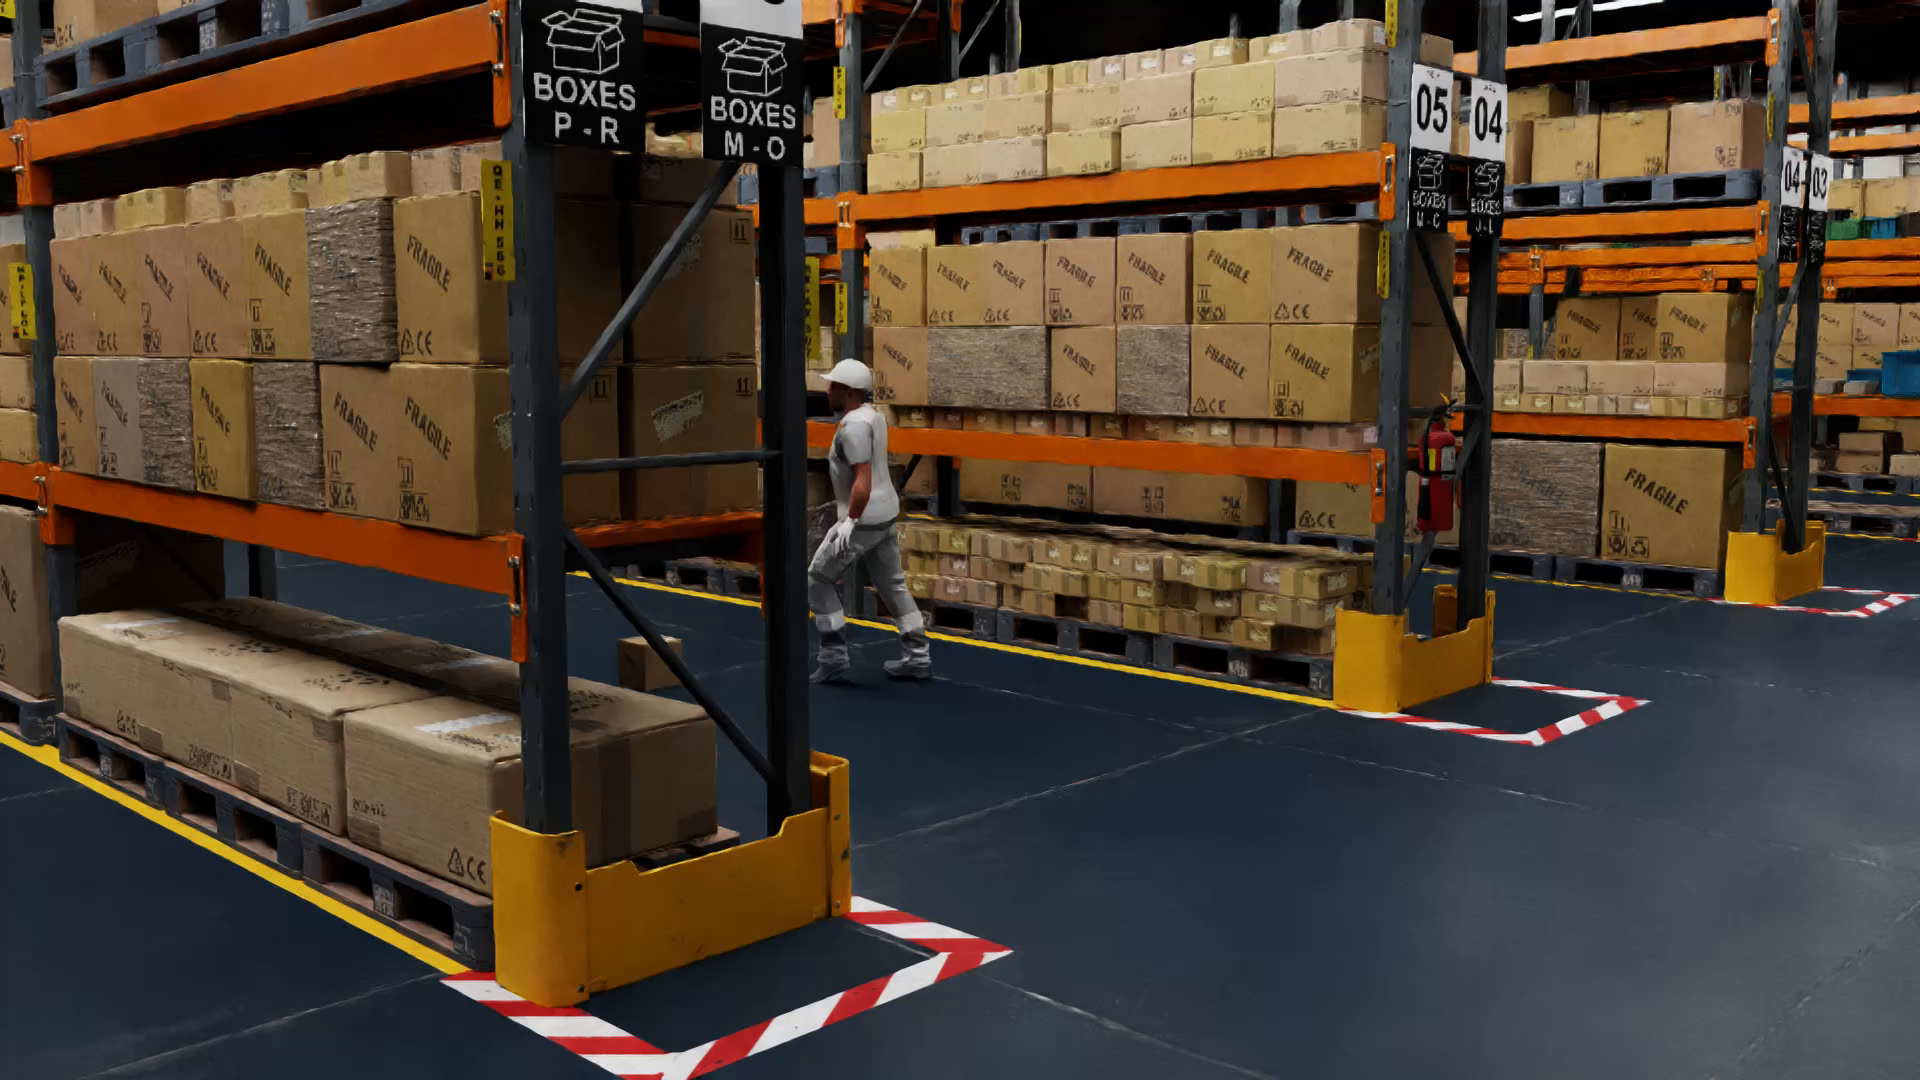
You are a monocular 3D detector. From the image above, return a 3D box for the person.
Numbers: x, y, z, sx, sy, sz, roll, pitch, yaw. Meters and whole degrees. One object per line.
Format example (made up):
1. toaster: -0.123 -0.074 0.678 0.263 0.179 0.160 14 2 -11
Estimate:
1. person: -0.534 -0.076 8.958 0.691 1.791 0.686 2 7 13
